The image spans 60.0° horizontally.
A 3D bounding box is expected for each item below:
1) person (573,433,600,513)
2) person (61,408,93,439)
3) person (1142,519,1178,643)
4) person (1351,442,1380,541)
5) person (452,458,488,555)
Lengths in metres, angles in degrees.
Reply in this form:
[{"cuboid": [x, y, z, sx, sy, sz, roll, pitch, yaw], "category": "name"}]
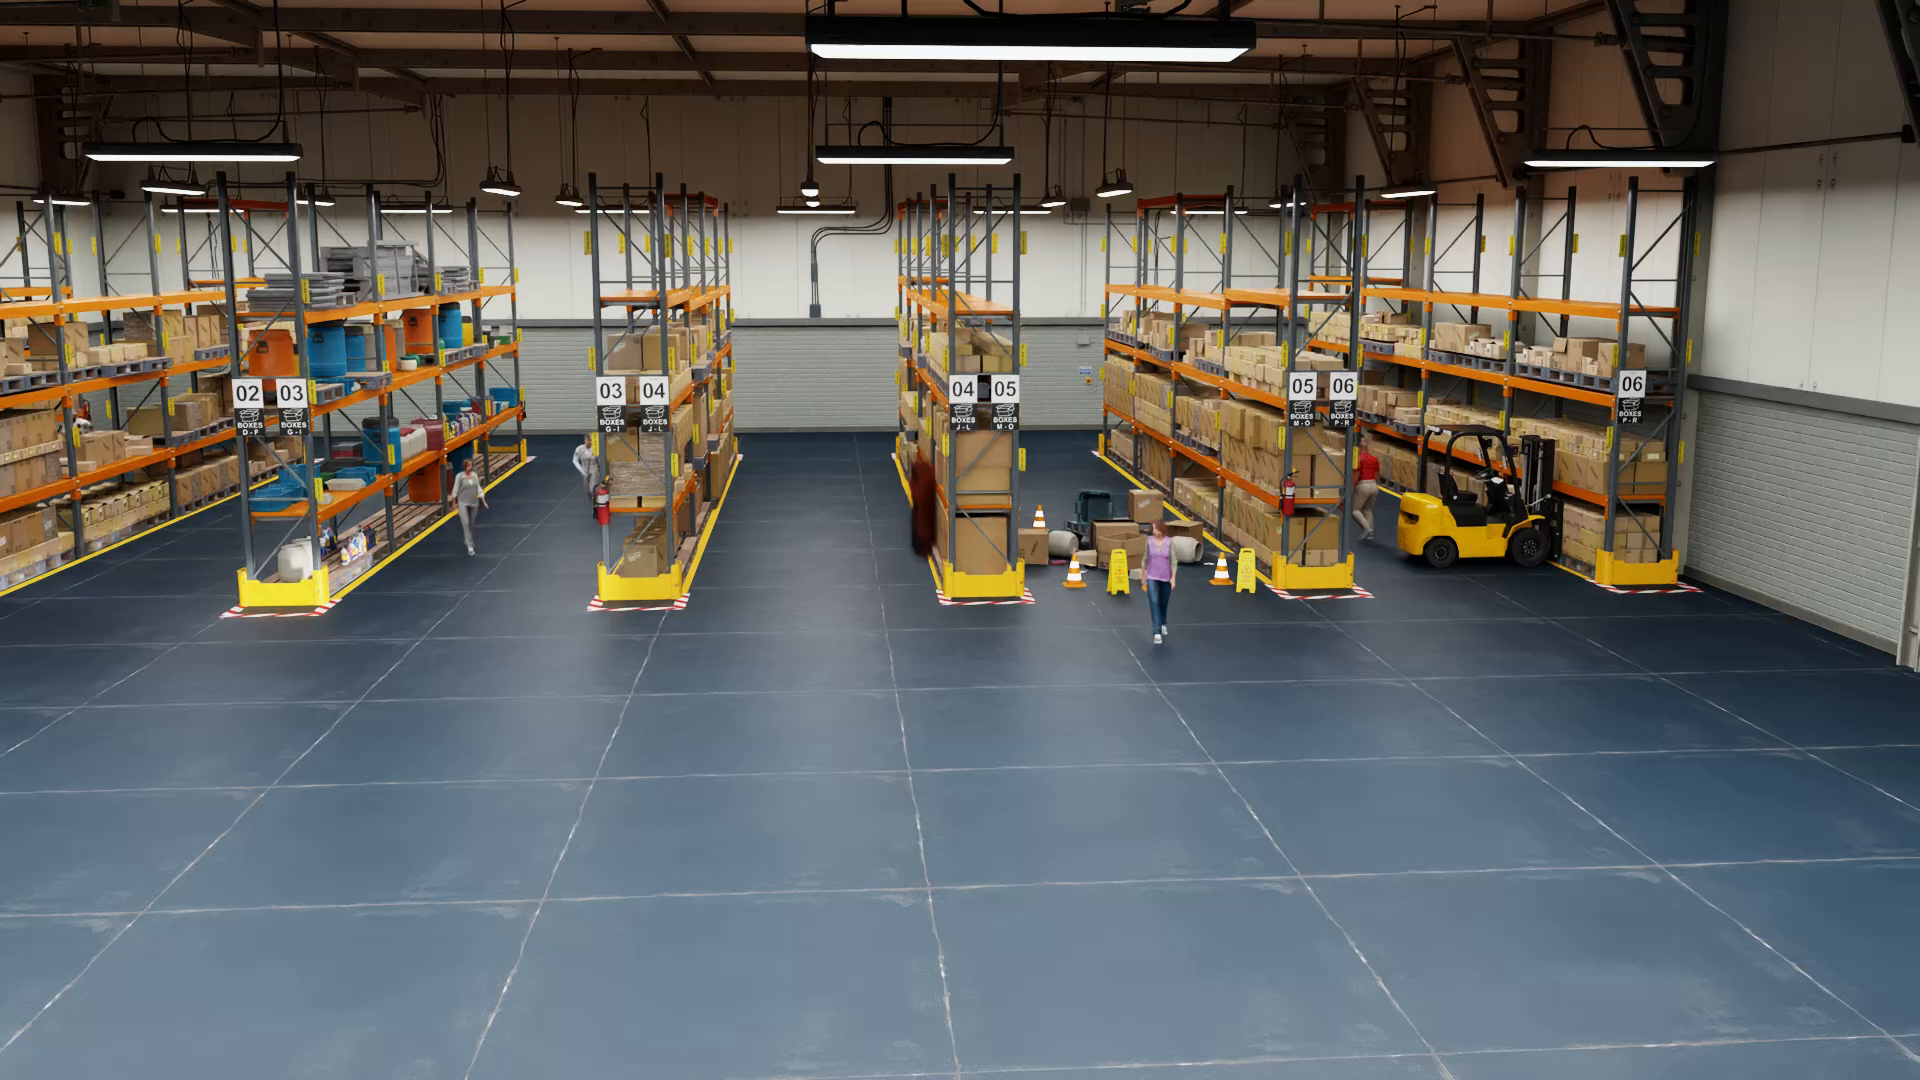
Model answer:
[{"cuboid": [-6.958, -1.274, 31.394, 0.581, 1.581, 0.692, 1, 10, 6], "category": "person"}, {"cuboid": [-19.030, -2.075, 35.913, 0.524, 1.583, 0.727, 1, 10, 5], "category": "person"}, {"cuboid": [2.551, 0.515, 21.226, 0.445, 1.544, 0.914, 1, 10, 3], "category": "person"}, {"cuboid": [7.029, -0.843, 28.710, 0.617, 1.684, 0.648, -5, 11, -24], "category": "person"}, {"cuboid": [-8.089, -0.587, 27.436, 0.513, 1.548, 0.958, -6, 12, -32], "category": "person"}]
